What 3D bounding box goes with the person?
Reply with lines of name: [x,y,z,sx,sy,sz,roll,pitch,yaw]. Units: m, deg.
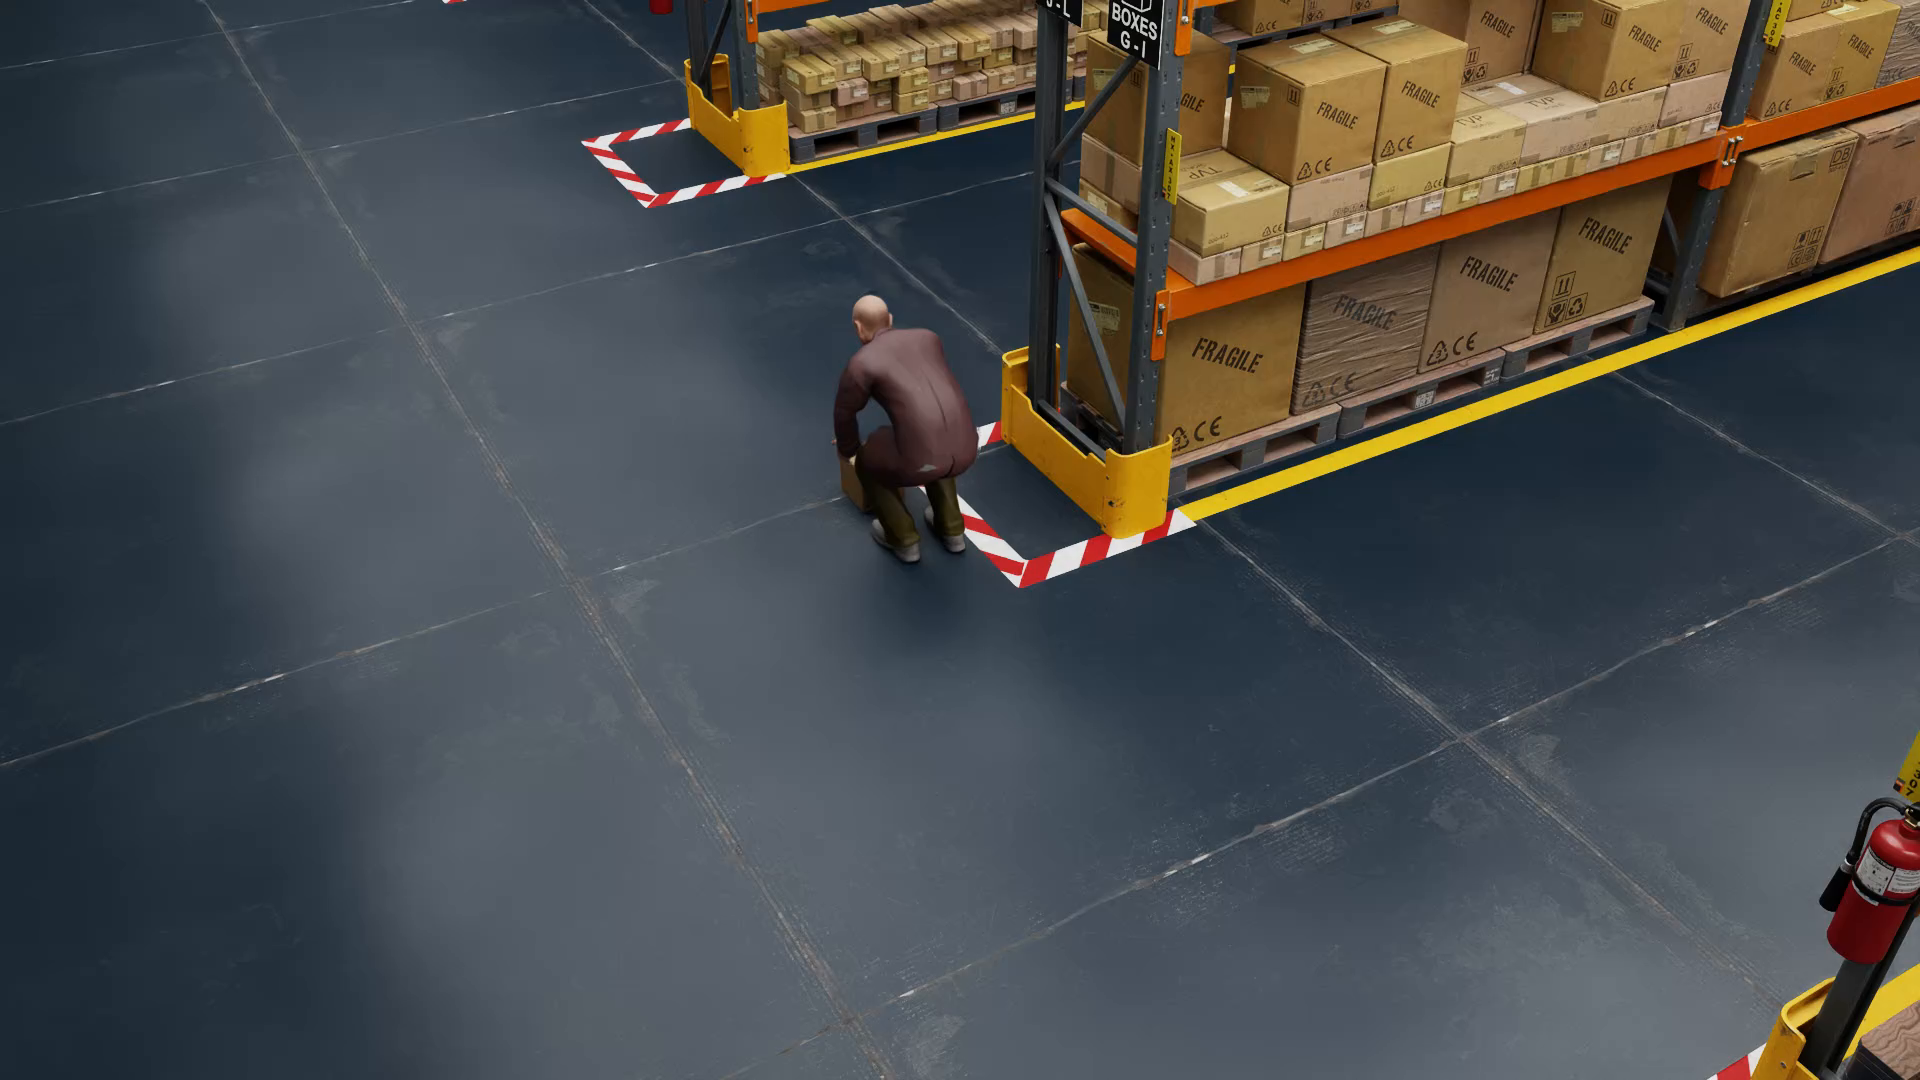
person: [-0.260,-0.511,8.093,0.631,1.240,0.803,-19,40,-24]
